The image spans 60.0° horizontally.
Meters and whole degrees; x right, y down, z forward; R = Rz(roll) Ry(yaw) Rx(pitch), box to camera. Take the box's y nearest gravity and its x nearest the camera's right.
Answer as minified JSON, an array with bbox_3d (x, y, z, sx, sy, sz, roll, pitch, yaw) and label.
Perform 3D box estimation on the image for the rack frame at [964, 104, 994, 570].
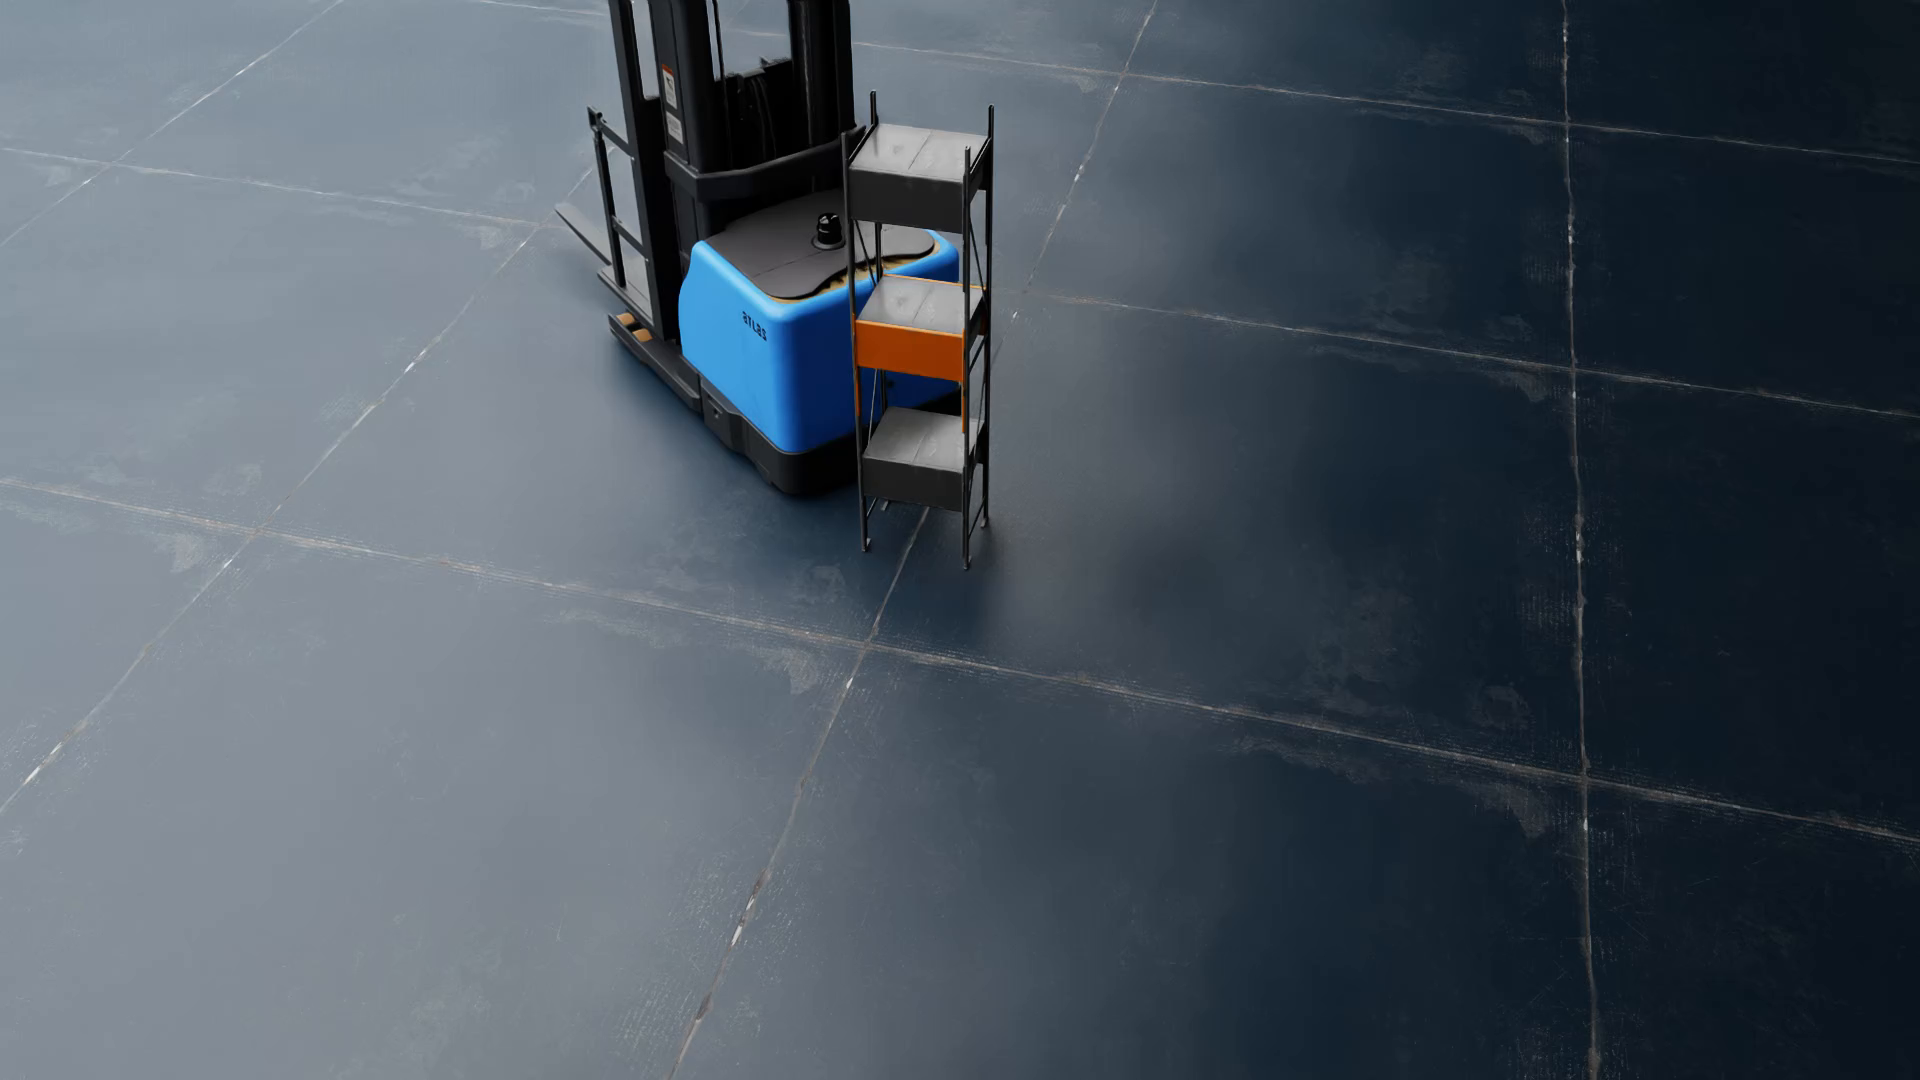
[{"bbox_3d":[0.076,-0.791,7.084,0.015,2.100,0.400,10,41,11],"label":"rack frame"}]

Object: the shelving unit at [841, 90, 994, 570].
[{"bbox_3d":[-0.160,-0.832,7.132,0.503,2.100,0.431,10,41,11],"label":"shelving unit"}]

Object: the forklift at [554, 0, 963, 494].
[{"bbox_3d":[-1.244,-2.248,8.172,1.130,2.935,3.031,-24,46,-26],"label":"forklift"}]

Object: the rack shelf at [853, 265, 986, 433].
[{"bbox_3d":[-0.160,-0.821,7.141,0.480,0.518,0.431,10,41,11],"label":"rack shelf"}]

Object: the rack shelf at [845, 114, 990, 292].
[{"bbox_3d":[-0.160,-1.357,6.691,0.480,0.518,0.431,10,41,11],"label":"rack shelf"}]

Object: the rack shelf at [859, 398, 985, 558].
[{"bbox_3d":[-0.160,-0.285,7.591,0.480,0.518,0.431,10,41,11],"label":"rack shelf"}]

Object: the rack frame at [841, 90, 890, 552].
[{"bbox_3d":[-0.396,-0.872,7.180,0.015,2.100,0.400,10,41,11],"label":"rack frame"}]
